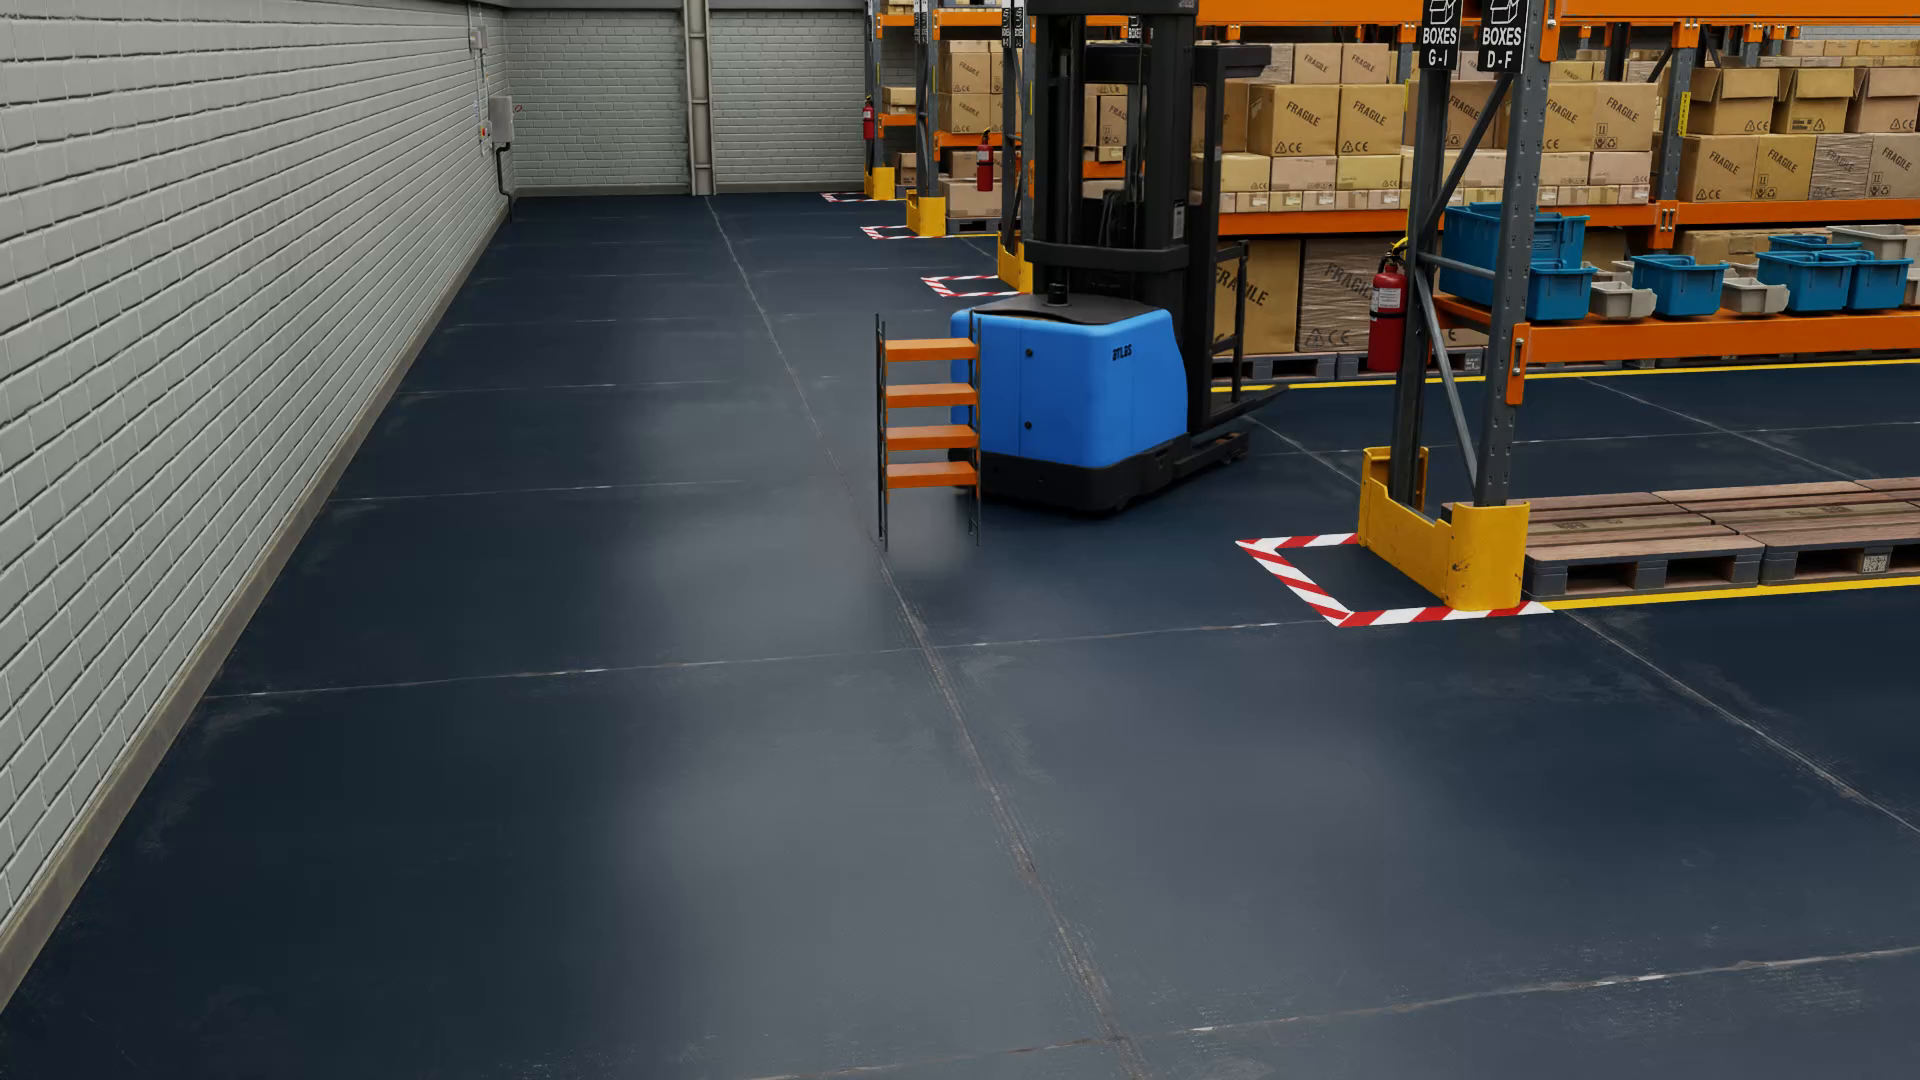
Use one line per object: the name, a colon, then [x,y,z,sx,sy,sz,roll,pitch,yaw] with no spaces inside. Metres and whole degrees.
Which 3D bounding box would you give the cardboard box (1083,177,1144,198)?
cardboard box: [1.976,-4.710,22.686,0.875,0.438,0.875,-4,17,-12]

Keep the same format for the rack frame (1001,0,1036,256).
rack frame: [0.603,-4.144,17.194,0.127,3.000,1.000,-3,17,-10]

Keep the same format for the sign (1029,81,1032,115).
sign: [0.706,-4.401,16.558,0.005,0.325,0.100,-3,17,-10]

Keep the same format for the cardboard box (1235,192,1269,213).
cardboard box: [2.107,-2.528,12.360,0.250,0.149,0.380,-4,17,-11]

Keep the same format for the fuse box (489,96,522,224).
fuse box: [-6.223,-5.242,22.965,0.414,1.711,0.539,-3,17,-10]

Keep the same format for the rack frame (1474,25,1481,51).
rack frame: [7.419,-6.011,23.273,0.127,3.000,1.000,-3,17,-10]

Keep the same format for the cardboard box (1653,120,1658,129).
cardboard box: [7.318,-4.470,17.967,0.250,0.149,0.380,-3,17,-11]

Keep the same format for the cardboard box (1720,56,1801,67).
cardboard box: [8.900,-5.137,18.556,0.500,0.500,0.700,-3,17,-11]

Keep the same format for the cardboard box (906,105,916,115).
cardboard box: [-0.765,-6.843,26.409,0.250,0.149,0.380,-3,17,-9]

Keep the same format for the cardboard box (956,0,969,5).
cardboard box: [0.107,-8.505,26.035,0.500,0.250,0.500,-4,17,-12]

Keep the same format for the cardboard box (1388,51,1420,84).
cardboard box: [5.970,-6.376,22.587,0.500,0.500,0.500,-3,17,-10]

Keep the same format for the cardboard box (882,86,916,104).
cardboard box: [-0.980,-7.169,26.791,0.500,0.250,0.500,-3,17,-9]

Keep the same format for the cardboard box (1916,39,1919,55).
cardboard box: [13.834,-6.949,23.947,0.500,0.500,0.700,-3,17,-11]

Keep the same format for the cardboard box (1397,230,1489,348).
cardboard box: [3.825,-2.052,13.289,0.875,0.875,0.875,-3,17,-10]

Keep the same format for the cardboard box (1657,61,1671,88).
cardboard box: [9.942,-6.477,23.400,0.500,0.500,0.500,-3,17,-9]

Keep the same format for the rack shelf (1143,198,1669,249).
rack shelf: [3.408,-2.476,12.989,4.000,0.370,1.077,-3,17,-10]

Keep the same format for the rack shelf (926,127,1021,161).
rack shelf: [1.528,-5.333,22.290,4.000,0.370,1.077,-3,17,-10]

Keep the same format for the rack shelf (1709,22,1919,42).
rack shelf: [10.421,-5.791,18.673,4.000,0.370,1.077,-3,17,-10]

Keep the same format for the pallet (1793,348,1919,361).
pallet: [7.315,-1.732,14.091,1.213,0.211,1.003,-3,17,-10]

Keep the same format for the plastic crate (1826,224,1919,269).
plastic crate: [4.777,-1.443,8.502,0.530,0.282,0.437,-3,17,-10]

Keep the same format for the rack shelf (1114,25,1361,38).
rack shelf: [4.510,-8.420,27.233,4.000,0.370,1.077,-3,17,-10]

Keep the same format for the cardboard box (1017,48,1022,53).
cardboard box: [0.741,-6.377,21.488,0.250,0.149,0.380,-4,17,-12]

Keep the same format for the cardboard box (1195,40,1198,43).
cardboard box: [2.970,-6.532,21.990,0.250,0.149,0.380,-3,17,-9]

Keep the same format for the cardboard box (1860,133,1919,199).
cardboard box: [7.362,-3.019,13.361,0.500,0.500,0.500,-3,17,-9]

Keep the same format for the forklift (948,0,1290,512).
forklift: [1.165,-1.934,10.115,1.130,2.935,3.031,11,20,32]

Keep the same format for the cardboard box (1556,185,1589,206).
cardboard box: [4.630,-2.671,12.827,0.250,0.149,0.380,-4,17,-11]

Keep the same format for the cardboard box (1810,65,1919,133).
cardboard box: [7.281,-3.570,13.449,0.637,0.503,0.797,-3,17,-9]

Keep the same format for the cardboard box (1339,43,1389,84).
cardboard box: [4.120,-4.930,17.376,0.500,0.500,0.500,-4,17,-12]

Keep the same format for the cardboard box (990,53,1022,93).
cardboard box: [0.596,-6.066,21.580,0.500,0.500,0.500,-4,17,-12]

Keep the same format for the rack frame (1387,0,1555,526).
rack frame: [2.384,-1.281,7.872,0.127,3.000,1.000,-3,17,-10]

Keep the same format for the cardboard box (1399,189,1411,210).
cardboard box: [3.365,-2.599,12.593,0.250,0.149,0.380,-4,17,-12]

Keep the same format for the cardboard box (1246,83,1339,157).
cardboard box: [2.458,-3.114,12.313,0.500,0.500,0.500,-4,17,-12]

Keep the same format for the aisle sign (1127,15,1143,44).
aisle sign: [1.317,-4.034,12.408,0.004,0.787,0.394,-3,17,-10]

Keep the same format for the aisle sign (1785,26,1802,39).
aisle sign: [14.449,-9.049,28.736,0.004,0.787,0.394,-3,17,-10]

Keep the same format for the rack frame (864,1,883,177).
rack frame: [-1.381,-6.996,26.480,0.127,3.000,1.000,-3,17,-10]

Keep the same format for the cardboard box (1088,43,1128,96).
cardboard box: [1.588,-4.790,16.919,0.500,0.500,0.500,-3,17,-9]

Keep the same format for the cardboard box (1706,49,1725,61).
cardboard box: [10.818,-7.010,24.029,0.250,0.149,0.380,-3,17,-11]

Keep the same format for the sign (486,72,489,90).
sign: [-6.416,-6.225,22.565,0.001,0.242,0.339,-3,17,-10]

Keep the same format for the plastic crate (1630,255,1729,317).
plastic crate: [3.335,-1.185,7.743,0.300,0.233,0.416,-3,17,-10]

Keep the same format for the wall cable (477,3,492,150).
wall cable: [-6.248,-6.138,21.957,0.122,1.984,0.588,-3,17,-10]

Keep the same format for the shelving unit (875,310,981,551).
shelving unit: [-0.163,-0.564,8.606,0.503,1.200,0.258,-3,17,-10]

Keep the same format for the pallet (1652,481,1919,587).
pallet: [4.396,-0.049,8.613,1.213,0.211,1.003,-3,17,-10]

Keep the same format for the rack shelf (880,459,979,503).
rack shelf: [-0.163,-0.310,8.684,0.480,0.148,0.258,-3,17,-10]

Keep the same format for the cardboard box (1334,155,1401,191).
cardboard box: [2.970,-2.786,12.521,0.500,0.250,0.500,-4,17,-12]

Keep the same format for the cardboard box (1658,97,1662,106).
cardboard box: [7.559,-4.767,17.923,0.250,0.149,0.380,-3,17,-9]

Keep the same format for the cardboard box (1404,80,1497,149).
cardboard box: [3.858,-3.352,13.087,0.500,0.500,0.500,-4,17,-12]

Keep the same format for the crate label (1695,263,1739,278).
crate label: [3.706,-1.315,8.332,0.243,0.136,0.396,-3,17,-10]

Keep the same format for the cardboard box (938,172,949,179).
cardboard box: [-0.338,-5.853,26.899,0.250,0.149,0.380,-4,18,-13]

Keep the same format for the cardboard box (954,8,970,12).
cardboard box: [0.004,-8.293,26.022,0.250,0.149,0.380,-3,17,-11]
